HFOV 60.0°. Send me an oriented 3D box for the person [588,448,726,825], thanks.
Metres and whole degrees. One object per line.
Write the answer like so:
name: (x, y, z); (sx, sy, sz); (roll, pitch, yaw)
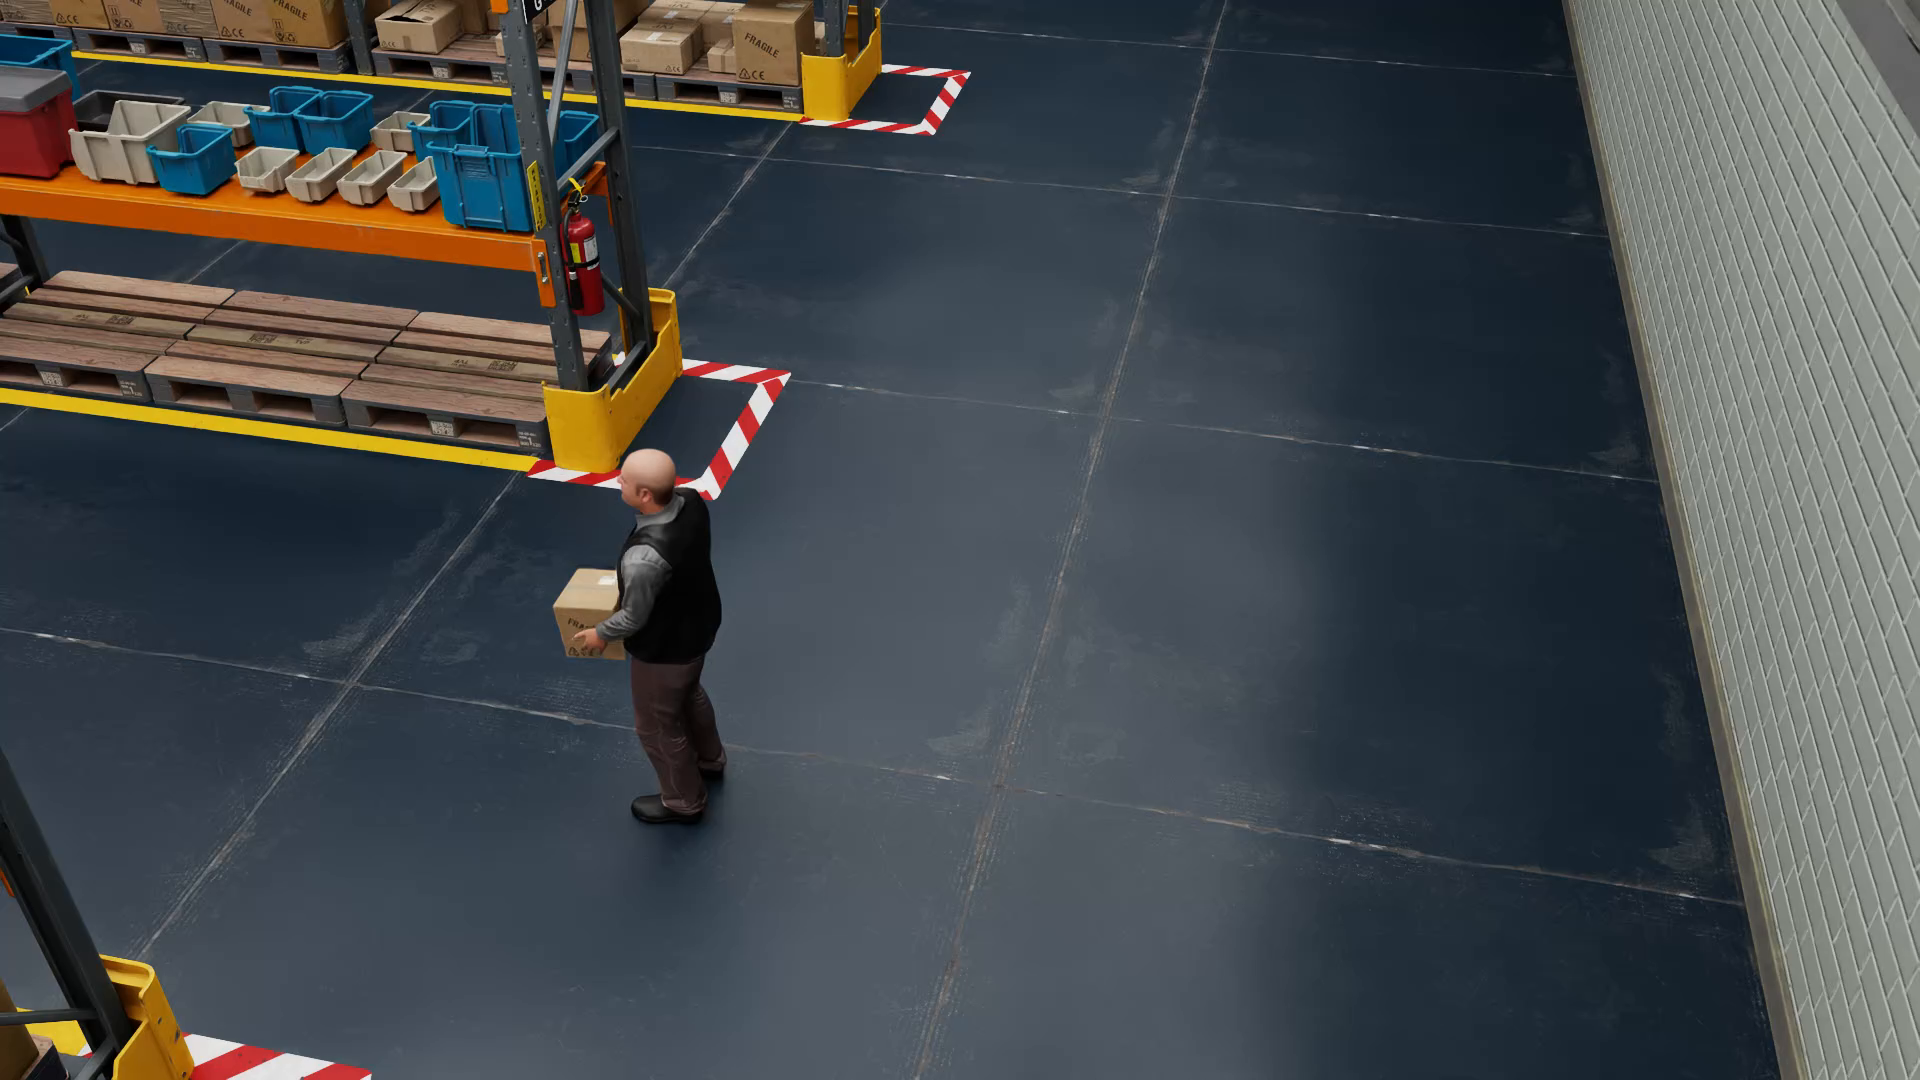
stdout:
person: (-1.165, 0.374, 6.472); (0.482, 1.728, 0.544); (7, 37, 9)
